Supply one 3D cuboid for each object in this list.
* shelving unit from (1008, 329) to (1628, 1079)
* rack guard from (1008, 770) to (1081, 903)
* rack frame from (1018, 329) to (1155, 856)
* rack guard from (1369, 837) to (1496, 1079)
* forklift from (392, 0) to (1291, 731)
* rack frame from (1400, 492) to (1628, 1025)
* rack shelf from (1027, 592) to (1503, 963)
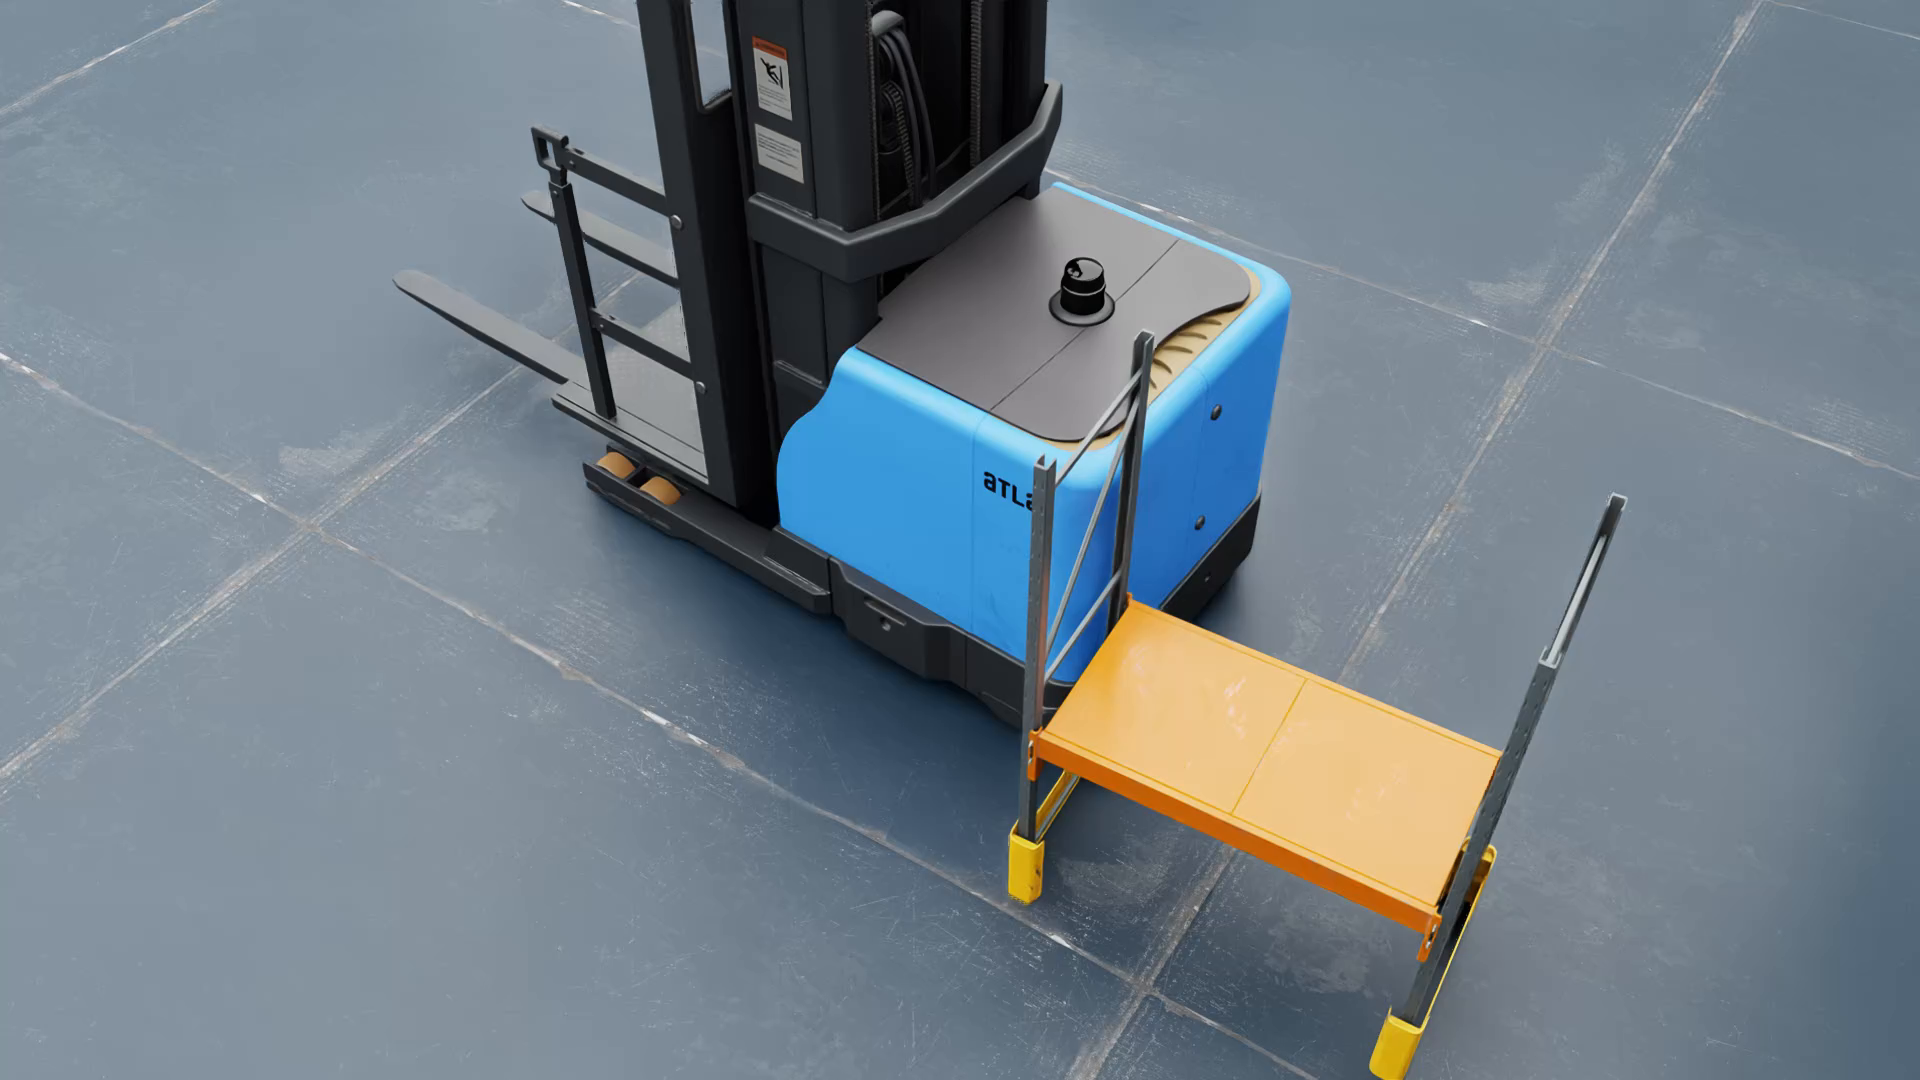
[{"bbox_3d":[0.732,0.410,3.805,1.083,1.500,0.587,23,50,20],"label":"shelving unit"},{"bbox_3d":[0.301,0.667,4.428,0.087,0.250,0.587,23,50,20],"label":"rack guard"},{"bbox_3d":[0.284,0.224,3.986,0.032,1.500,0.500,23,50,20],"label":"rack frame"},{"bbox_3d":[1.163,1.025,4.080,0.087,0.250,0.587,23,50,20],"label":"rack guard"},{"bbox_3d":[-0.582,-1.331,4.500,3.031,2.935,1.130,28,52,25],"label":"forklift"},{"bbox_3d":[1.164,0.590,3.631,0.032,1.500,0.500,23,50,20],"label":"rack frame"},{"bbox_3d":[0.724,0.532,3.938,1.000,0.185,0.538,23,50,20],"label":"rack shelf"}]
